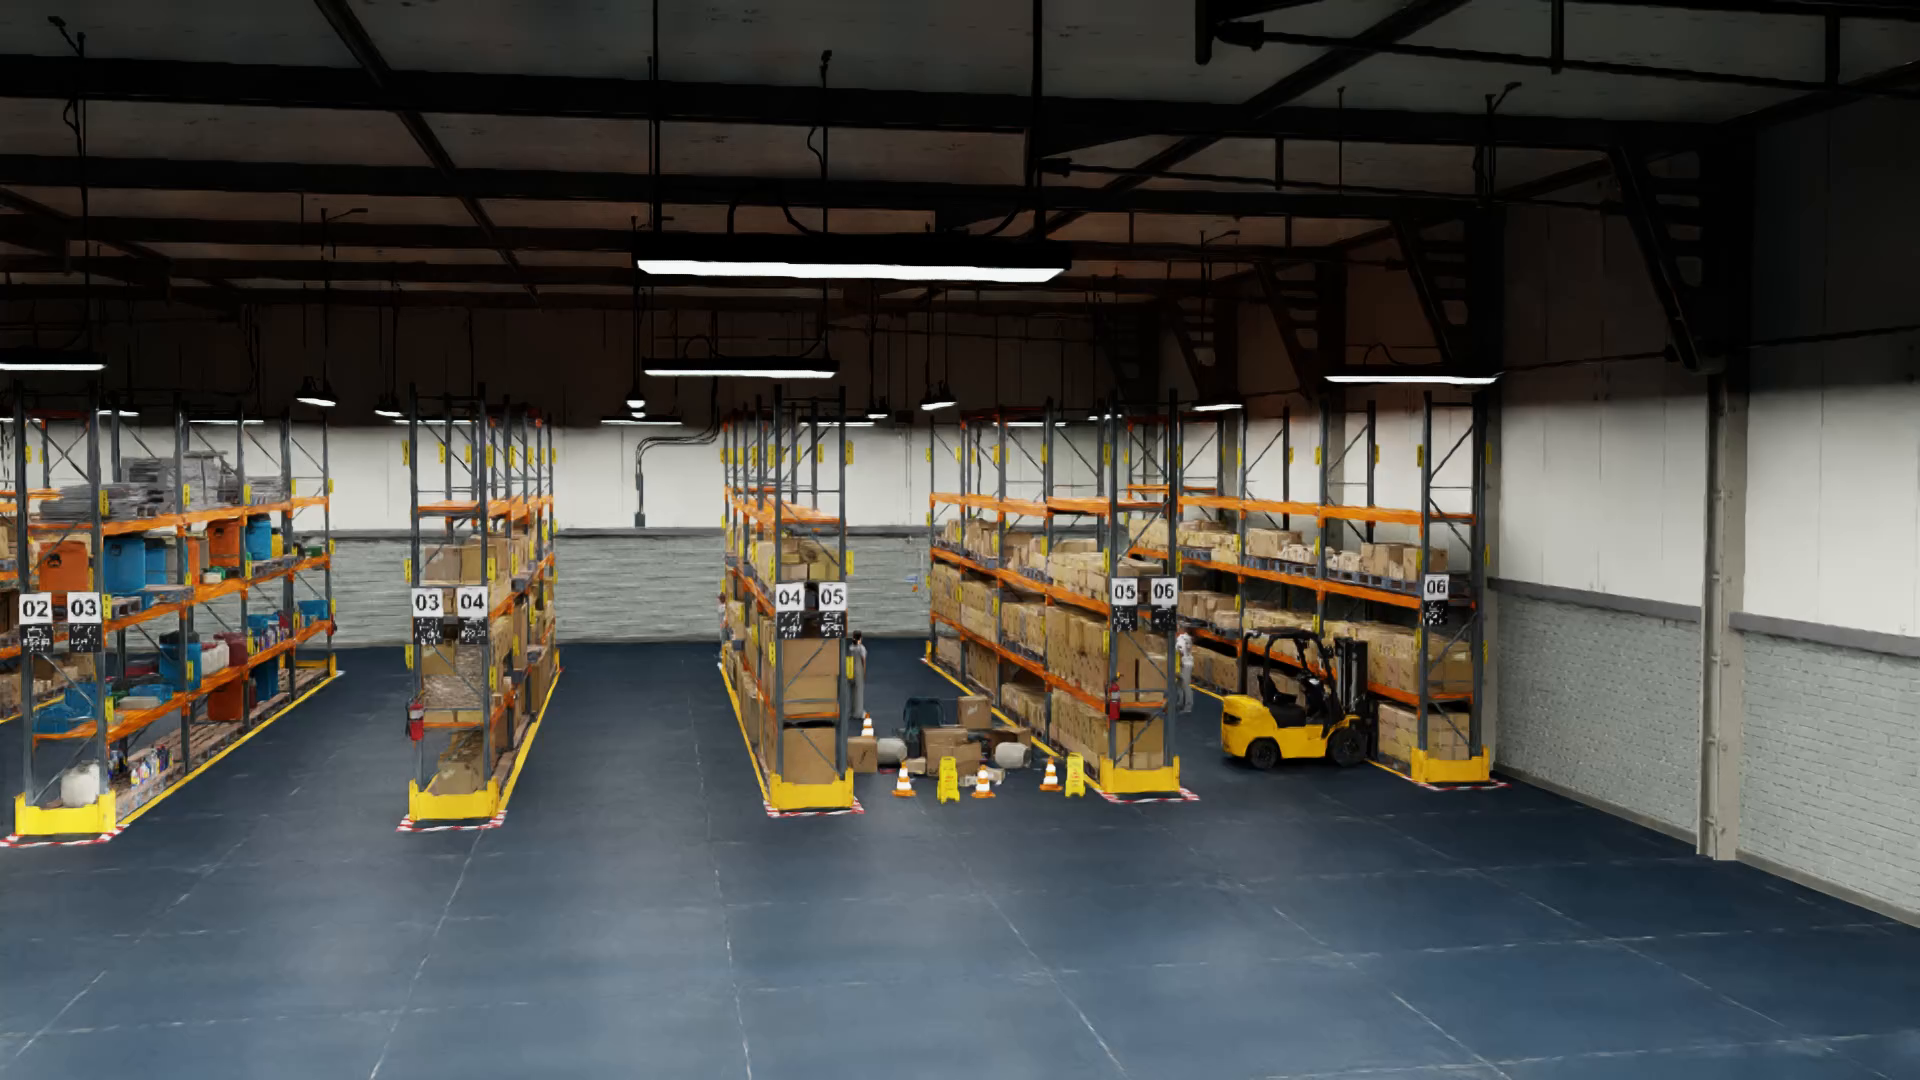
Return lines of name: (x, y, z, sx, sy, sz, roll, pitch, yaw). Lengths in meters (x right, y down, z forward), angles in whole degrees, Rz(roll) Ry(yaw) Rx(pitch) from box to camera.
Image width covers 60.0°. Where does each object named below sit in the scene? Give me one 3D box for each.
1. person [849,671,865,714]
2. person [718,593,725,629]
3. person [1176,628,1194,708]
person: (-1.971, 2.708, 31.757, 0.336, 1.189, 0.417, -3, 4, -42)
person: (-5.884, 1.788, 41.394, 0.386, 0.934, 0.424, -2, 4, -37)
person: (4.366, 2.499, 32.454, 0.445, 1.558, 0.457, 1, 3, 18)
